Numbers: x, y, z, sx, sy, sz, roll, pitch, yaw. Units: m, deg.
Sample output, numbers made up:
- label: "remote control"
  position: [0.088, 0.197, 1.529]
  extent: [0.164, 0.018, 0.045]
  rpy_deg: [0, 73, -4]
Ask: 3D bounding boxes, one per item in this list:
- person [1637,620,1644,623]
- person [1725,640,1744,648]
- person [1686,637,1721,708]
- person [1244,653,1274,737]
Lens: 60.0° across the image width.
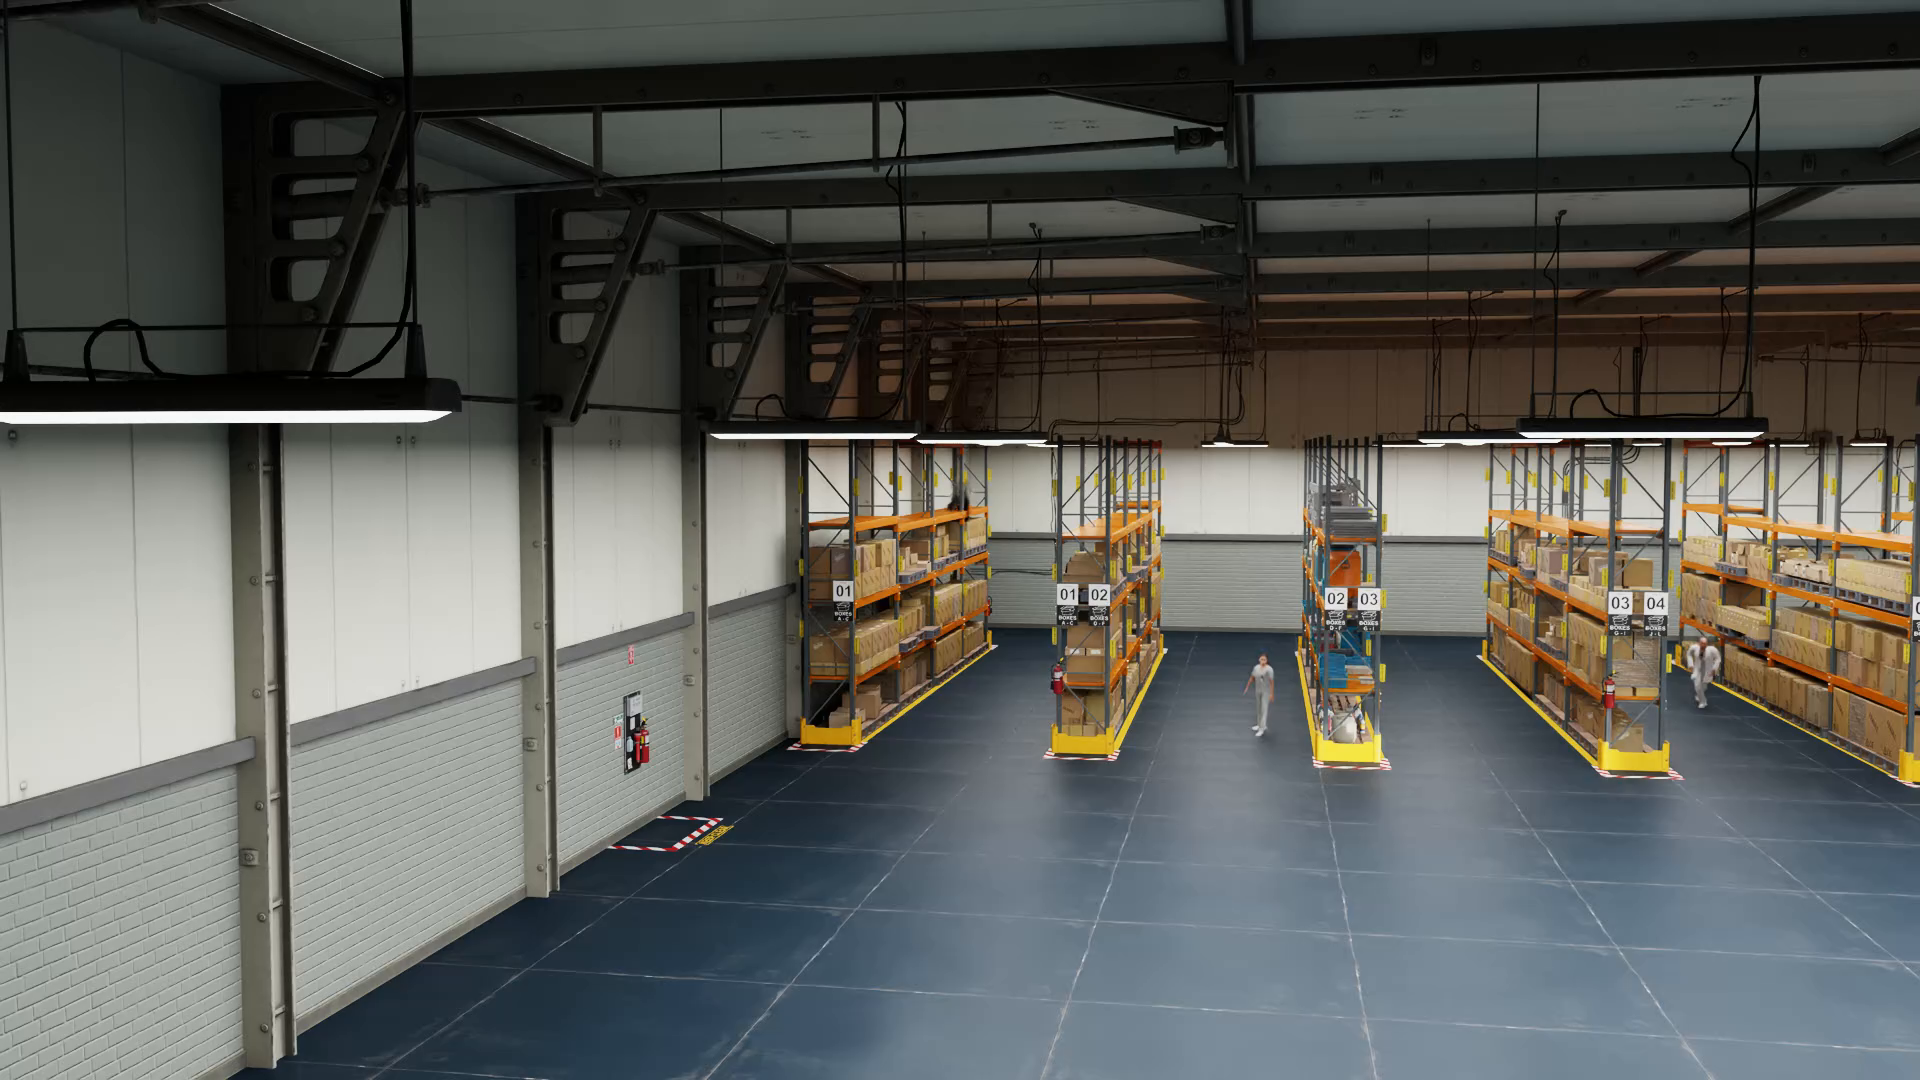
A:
- label: "person"
  position: [18.119, 2.473, 44.431]
  extent: [0.572, 1.678, 0.646]
  rpy_deg: [1, 3, 21]
- label: "person"
  position: [20.962, 2.635, 45.073]
  extent: [0.558, 1.341, 0.540]
  rpy_deg: [2, 4, 36]
- label: "person"
  position: [16.568, 2.985, 37.065]
  extent: [0.711, 1.483, 1.050]
  rpy_deg: [1, 3, 24]
- label: "person"
  position: [6.058, 3.086, 33.540]
  extent: [0.762, 1.662, 0.612]
  rpy_deg: [-3, 4, -44]
